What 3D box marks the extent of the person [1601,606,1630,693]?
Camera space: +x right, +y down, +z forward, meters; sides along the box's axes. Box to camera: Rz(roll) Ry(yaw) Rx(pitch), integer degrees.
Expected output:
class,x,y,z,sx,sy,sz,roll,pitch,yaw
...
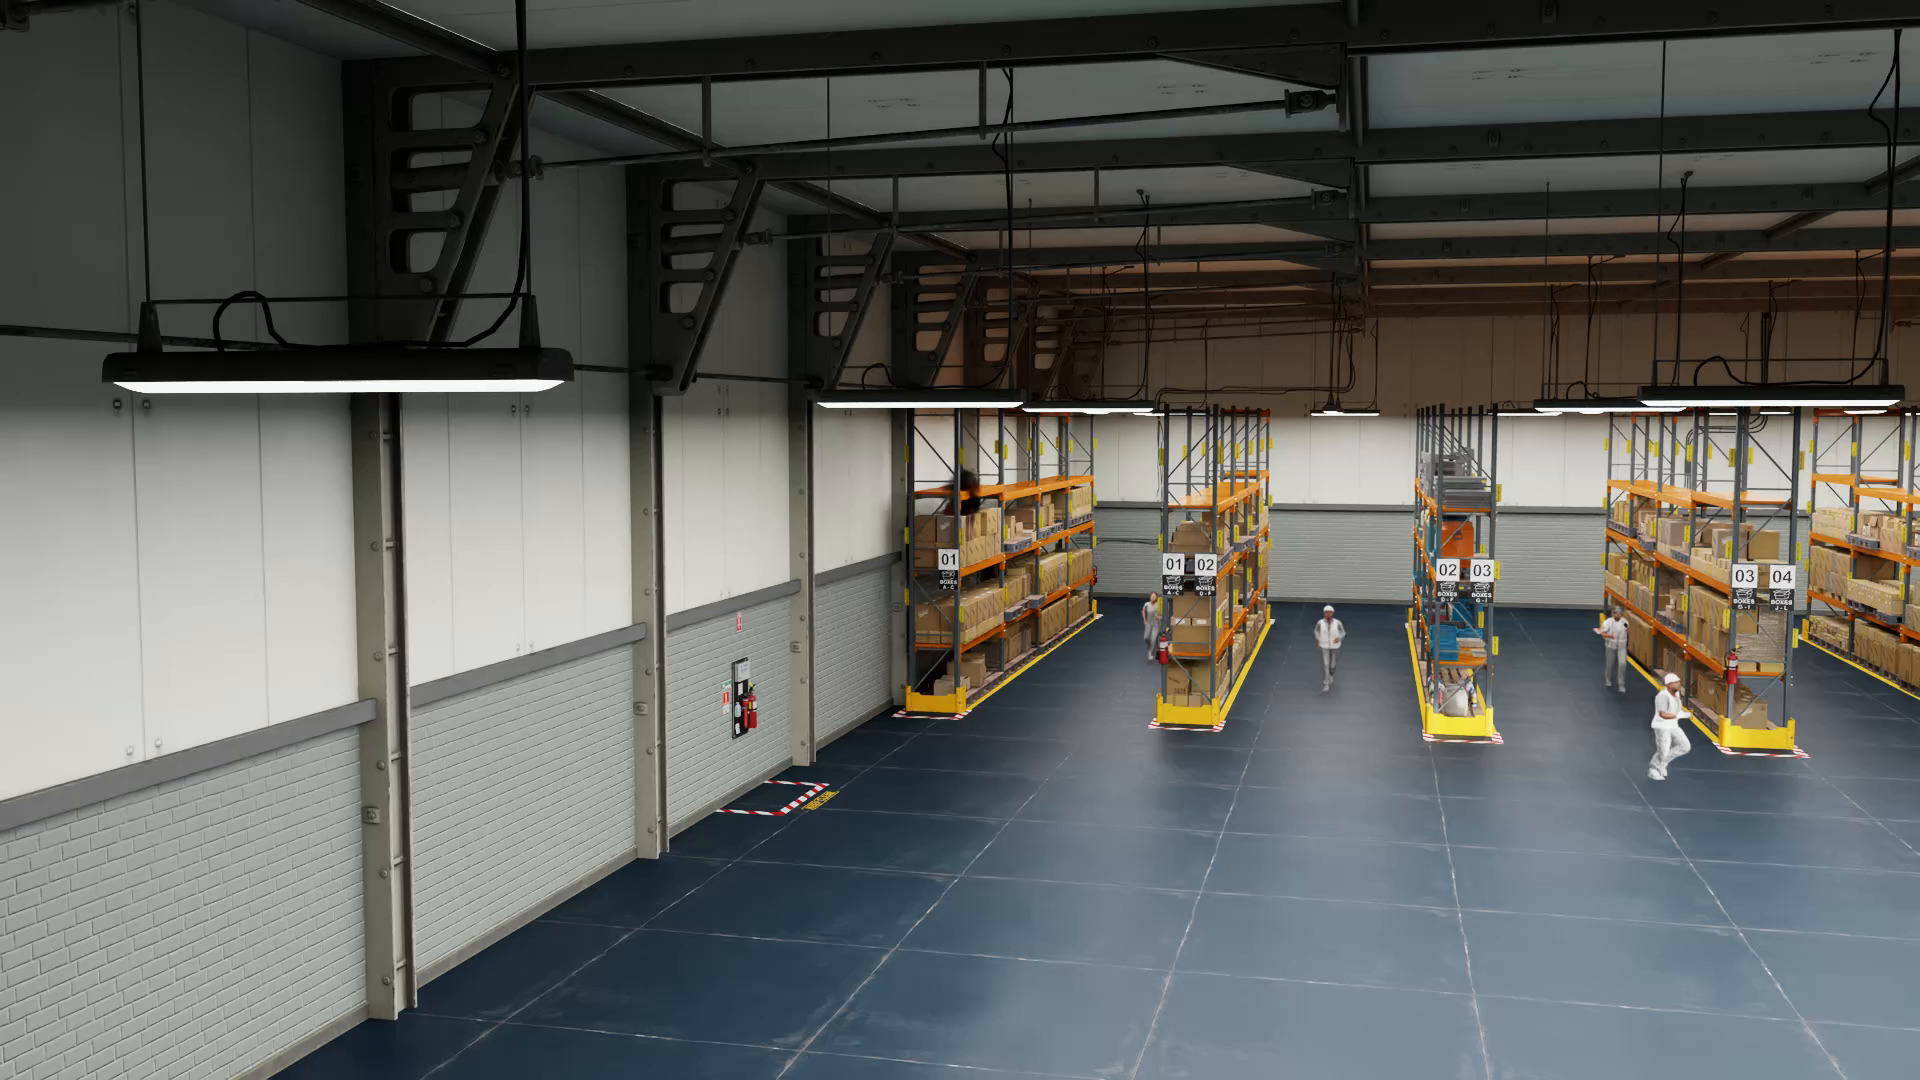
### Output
class,x,y,z,sx,sy,sz,roll,pitch,yaw
person,13.857,2.276,35.176,0.608,1.813,0.909,1,4,14

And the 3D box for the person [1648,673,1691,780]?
class,x,y,z,sx,sy,sz,roll,pitch,yaw
person,11.152,2.941,26.096,0.726,1.722,0.728,-4,5,-40

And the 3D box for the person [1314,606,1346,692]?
class,x,y,z,sx,sy,sz,roll,pitch,yaw
person,7.822,2.273,35.190,0.652,1.792,0.827,1,4,12

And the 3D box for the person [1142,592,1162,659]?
class,x,y,z,sx,sy,sz,roll,pitch,yaw
person,4.572,2.033,39.424,0.566,1.628,0.588,1,4,15
